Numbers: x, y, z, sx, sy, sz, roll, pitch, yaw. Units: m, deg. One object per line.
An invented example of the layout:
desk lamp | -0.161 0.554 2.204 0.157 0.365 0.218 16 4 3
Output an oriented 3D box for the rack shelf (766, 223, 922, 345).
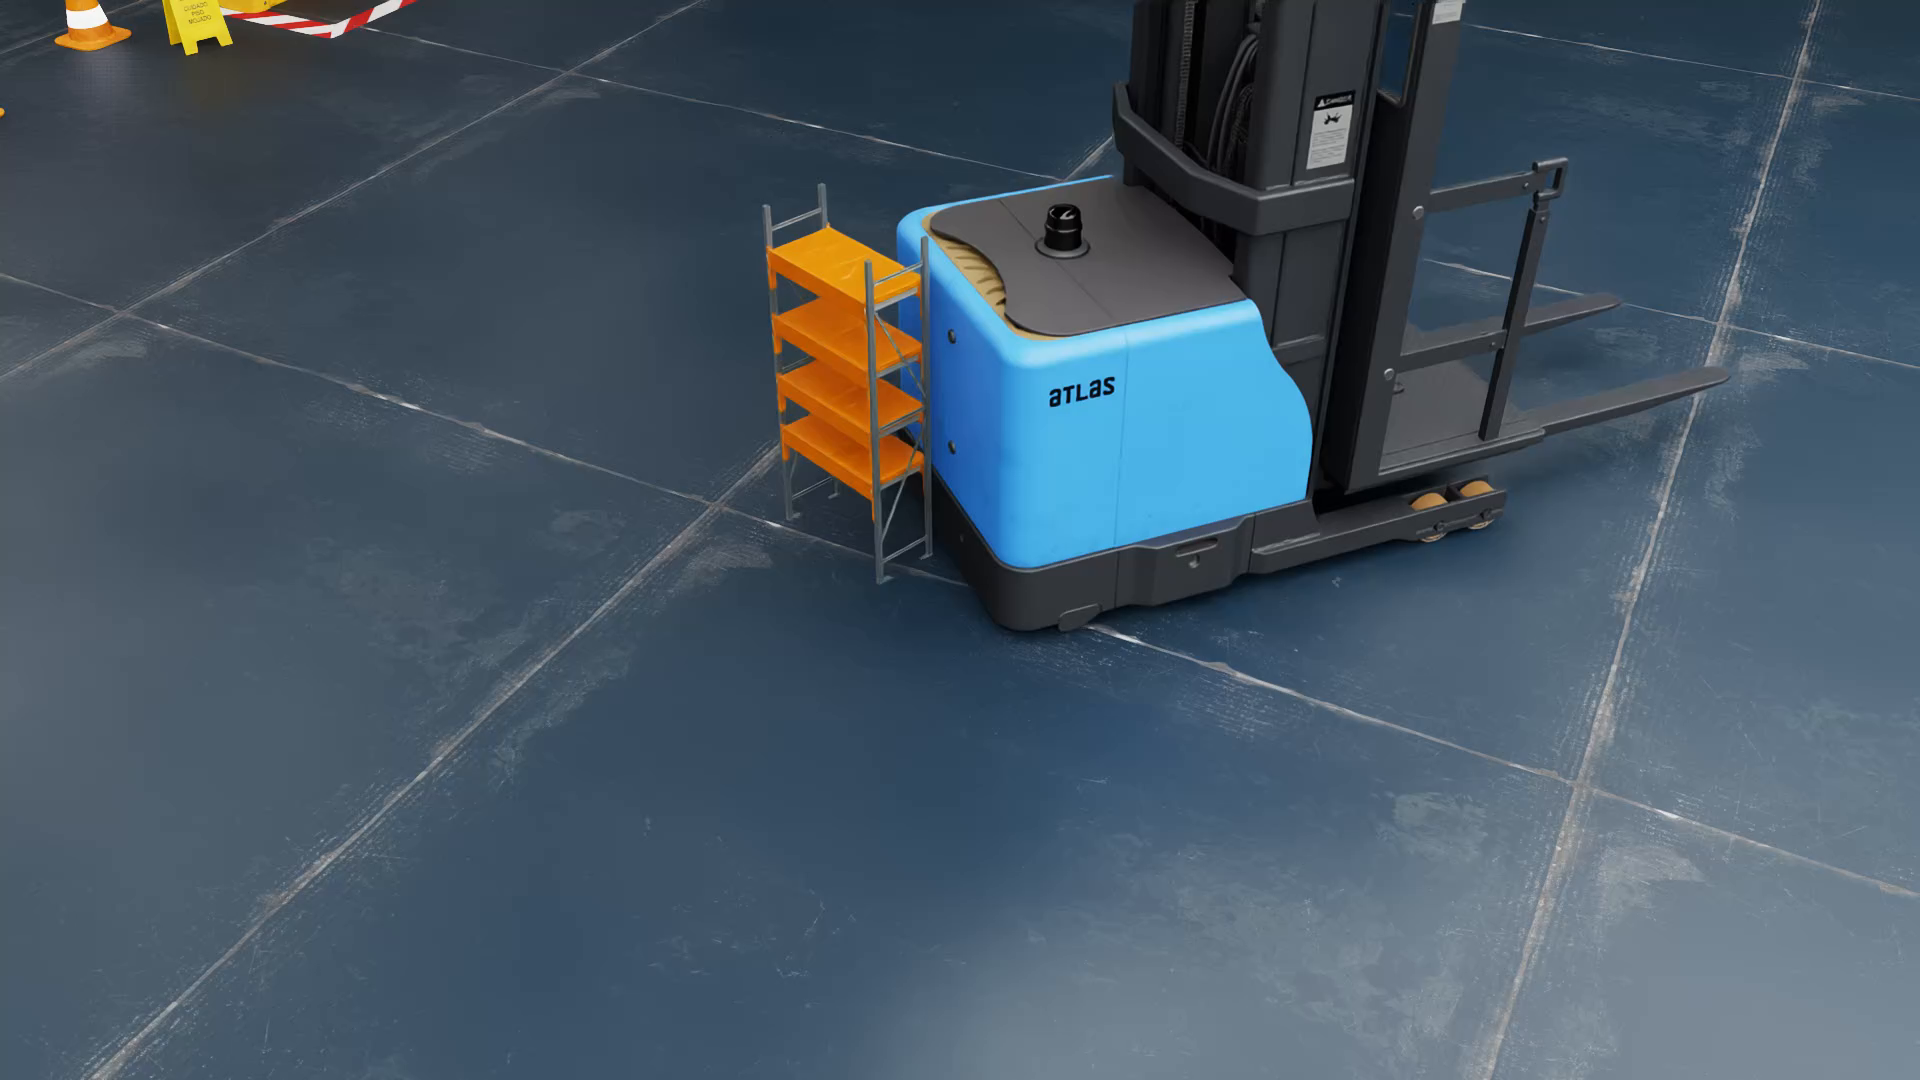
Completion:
rack shelf | -0.351 -0.801 5.163 0.258 0.148 0.480 -29 46 -33

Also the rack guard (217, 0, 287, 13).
rack guard | -4.062 -3.671 10.172 0.348 0.500 1.175 17 41 21

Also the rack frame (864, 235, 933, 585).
rack frame | -0.186 -0.379 5.258 0.240 1.200 0.015 -29 46 -33

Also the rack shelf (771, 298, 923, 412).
rack shelf | -0.351 -0.612 5.306 0.258 0.148 0.480 -29 46 -33

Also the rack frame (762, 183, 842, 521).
rack frame | -0.517 -0.596 5.543 0.240 1.200 0.015 -29 46 -33

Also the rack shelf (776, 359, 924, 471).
rack shelf | -0.351 -0.434 5.441 0.258 0.148 0.480 -29 46 -33

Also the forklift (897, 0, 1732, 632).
forklift | 1.349 -1.443 5.226 3.031 2.935 1.130 -14 39 -18

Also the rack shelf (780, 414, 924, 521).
rack shelf | -0.351 -0.276 5.561 0.258 0.148 0.480 -29 46 -33

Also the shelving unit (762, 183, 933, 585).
shelving unit | -0.351 -0.488 5.400 0.258 1.200 0.503 -29 46 -33

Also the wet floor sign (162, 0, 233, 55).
wet floor sign | -4.318 -3.080 9.274 0.267 0.644 0.232 -29 46 -33

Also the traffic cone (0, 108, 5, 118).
traffic cone | -5.179 -2.371 8.491 0.334 0.463 0.336 17 41 21

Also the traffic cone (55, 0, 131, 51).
traffic cone | -4.970 -3.062 9.401 0.334 0.463 0.336 17 41 21
